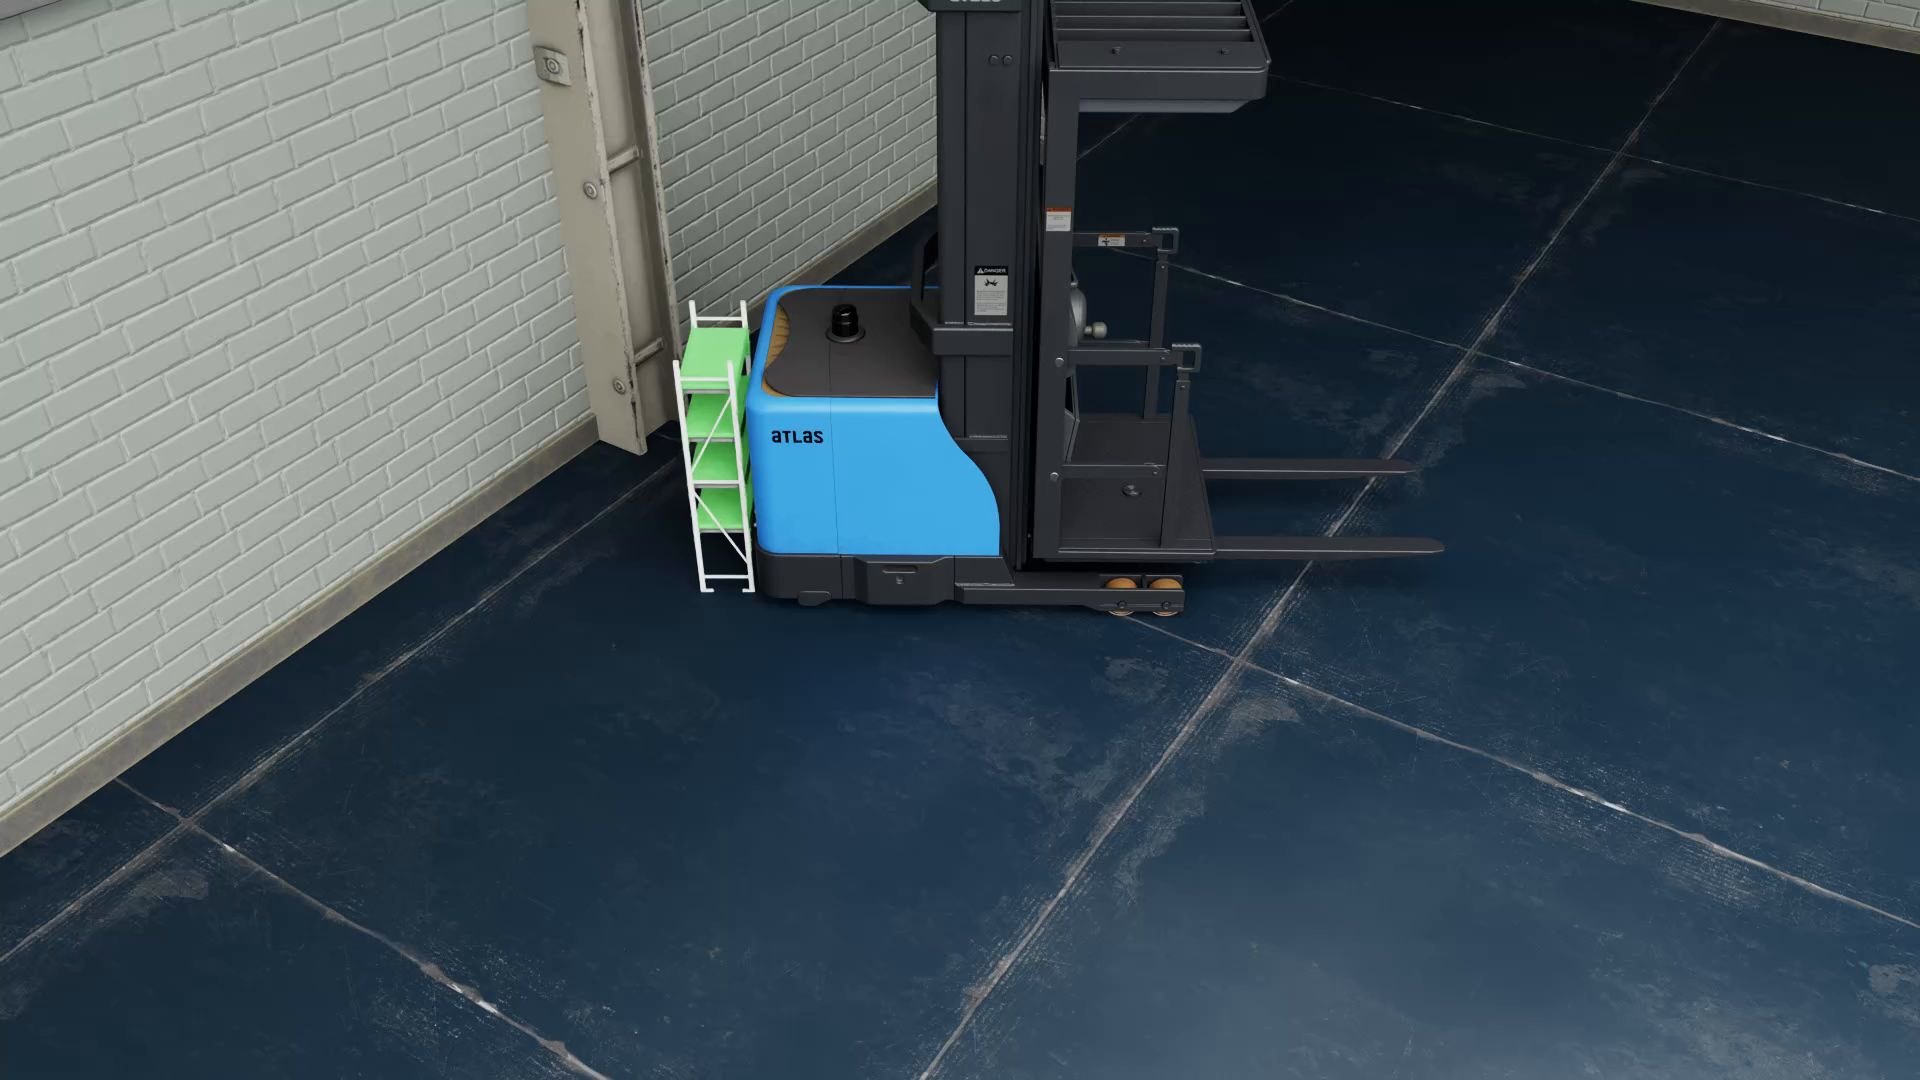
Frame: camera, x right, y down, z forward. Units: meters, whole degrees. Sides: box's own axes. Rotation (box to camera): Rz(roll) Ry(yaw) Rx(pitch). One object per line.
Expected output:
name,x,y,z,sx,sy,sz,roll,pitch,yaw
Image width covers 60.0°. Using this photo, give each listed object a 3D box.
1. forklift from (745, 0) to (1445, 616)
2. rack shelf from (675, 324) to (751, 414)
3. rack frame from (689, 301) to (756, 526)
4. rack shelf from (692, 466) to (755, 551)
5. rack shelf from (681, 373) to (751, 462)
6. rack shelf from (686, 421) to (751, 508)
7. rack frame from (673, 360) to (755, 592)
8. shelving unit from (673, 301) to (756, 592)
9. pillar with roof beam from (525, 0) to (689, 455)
forklift,0.628,-1.155,6.848,3.031,2.935,1.130,0,38,1
rack shelf,-1.039,-0.725,7.026,0.258,0.148,0.480,0,38,0
rack frame,-1.037,-0.544,7.473,0.240,1.200,0.015,0,38,0
rack shelf,-1.039,-0.154,7.465,0.258,0.148,0.480,0,38,0
rack shelf,-1.039,-0.535,7.172,0.258,0.148,0.480,0,38,0
rack shelf,-1.039,-0.345,7.319,0.258,0.148,0.480,0,38,0
rack frame,-1.040,-0.246,7.087,0.240,1.200,0.015,0,38,0
shelving unit,-1.039,-0.395,7.280,0.258,1.200,0.503,0,38,0
pillar with roof beam,2.018,-2.729,3.919,9.100,9.000,0.400,21,42,25
